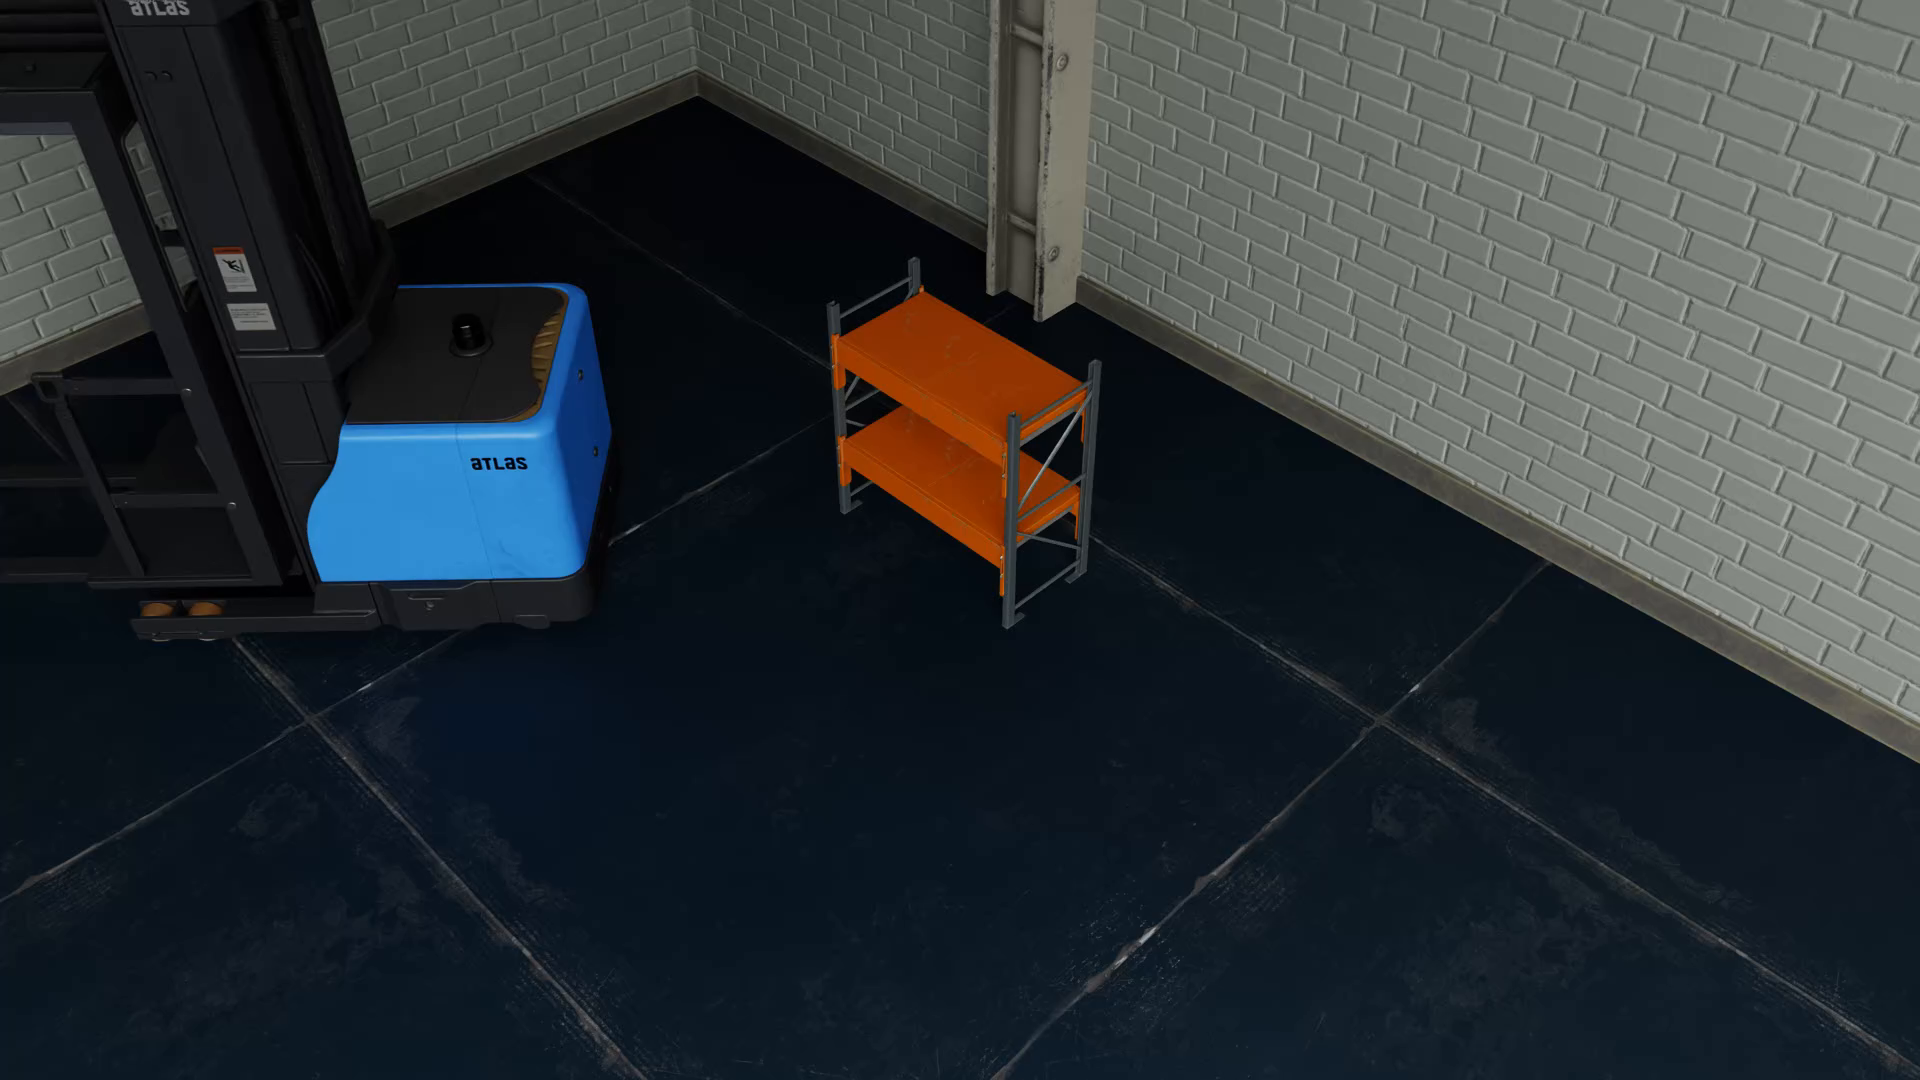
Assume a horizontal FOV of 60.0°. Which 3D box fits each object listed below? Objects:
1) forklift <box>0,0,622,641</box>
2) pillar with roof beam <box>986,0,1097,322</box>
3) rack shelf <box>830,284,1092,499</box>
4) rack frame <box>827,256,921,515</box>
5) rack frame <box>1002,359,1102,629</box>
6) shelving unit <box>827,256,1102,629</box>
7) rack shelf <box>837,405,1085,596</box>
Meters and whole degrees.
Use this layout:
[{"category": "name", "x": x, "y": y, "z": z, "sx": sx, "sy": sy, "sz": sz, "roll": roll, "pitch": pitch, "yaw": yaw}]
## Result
[{"category": "forklift", "x": -3.048, "y": -1.020, "z": 6.311, "sx": 3.031, "sy": 2.935, "sz": 1.130, "roll": -1, "pitch": 43, "yaw": -1}, {"category": "pillar with roof beam", "x": -2.667, "y": -2.531, "z": 3.476, "sx": 9.100, "sy": 9.000, "sz": 0.400, "roll": -34, "pitch": 53, "yaw": -31}, {"category": "rack shelf", "x": 0.005, "y": -0.625, "z": 6.783, "sx": 0.538, "sy": 0.278, "sz": 1.000, "roll": -34, "pitch": 53, "yaw": -31}, {"category": "rack frame", "x": -0.354, "y": -0.654, "z": 7.246, "sx": 0.500, "sy": 1.125, "sz": 0.032, "roll": -34, "pitch": 53, "yaw": -31}, {"category": "rack frame", "x": 0.364, "y": -0.166, "z": 6.718, "sx": 0.500, "sy": 1.125, "sz": 0.032, "roll": -34, "pitch": 53, "yaw": -31}, {"category": "shelving unit", "x": 0.005, "y": -0.410, "z": 6.982, "sx": 0.538, "sy": 1.125, "sz": 1.048, "roll": -34, "pitch": 53, "yaw": -31}, {"category": "rack shelf", "x": 0.005, "y": -0.230, "z": 7.148, "sx": 0.538, "sy": 0.278, "sz": 1.000, "roll": -34, "pitch": 53, "yaw": -31}]
